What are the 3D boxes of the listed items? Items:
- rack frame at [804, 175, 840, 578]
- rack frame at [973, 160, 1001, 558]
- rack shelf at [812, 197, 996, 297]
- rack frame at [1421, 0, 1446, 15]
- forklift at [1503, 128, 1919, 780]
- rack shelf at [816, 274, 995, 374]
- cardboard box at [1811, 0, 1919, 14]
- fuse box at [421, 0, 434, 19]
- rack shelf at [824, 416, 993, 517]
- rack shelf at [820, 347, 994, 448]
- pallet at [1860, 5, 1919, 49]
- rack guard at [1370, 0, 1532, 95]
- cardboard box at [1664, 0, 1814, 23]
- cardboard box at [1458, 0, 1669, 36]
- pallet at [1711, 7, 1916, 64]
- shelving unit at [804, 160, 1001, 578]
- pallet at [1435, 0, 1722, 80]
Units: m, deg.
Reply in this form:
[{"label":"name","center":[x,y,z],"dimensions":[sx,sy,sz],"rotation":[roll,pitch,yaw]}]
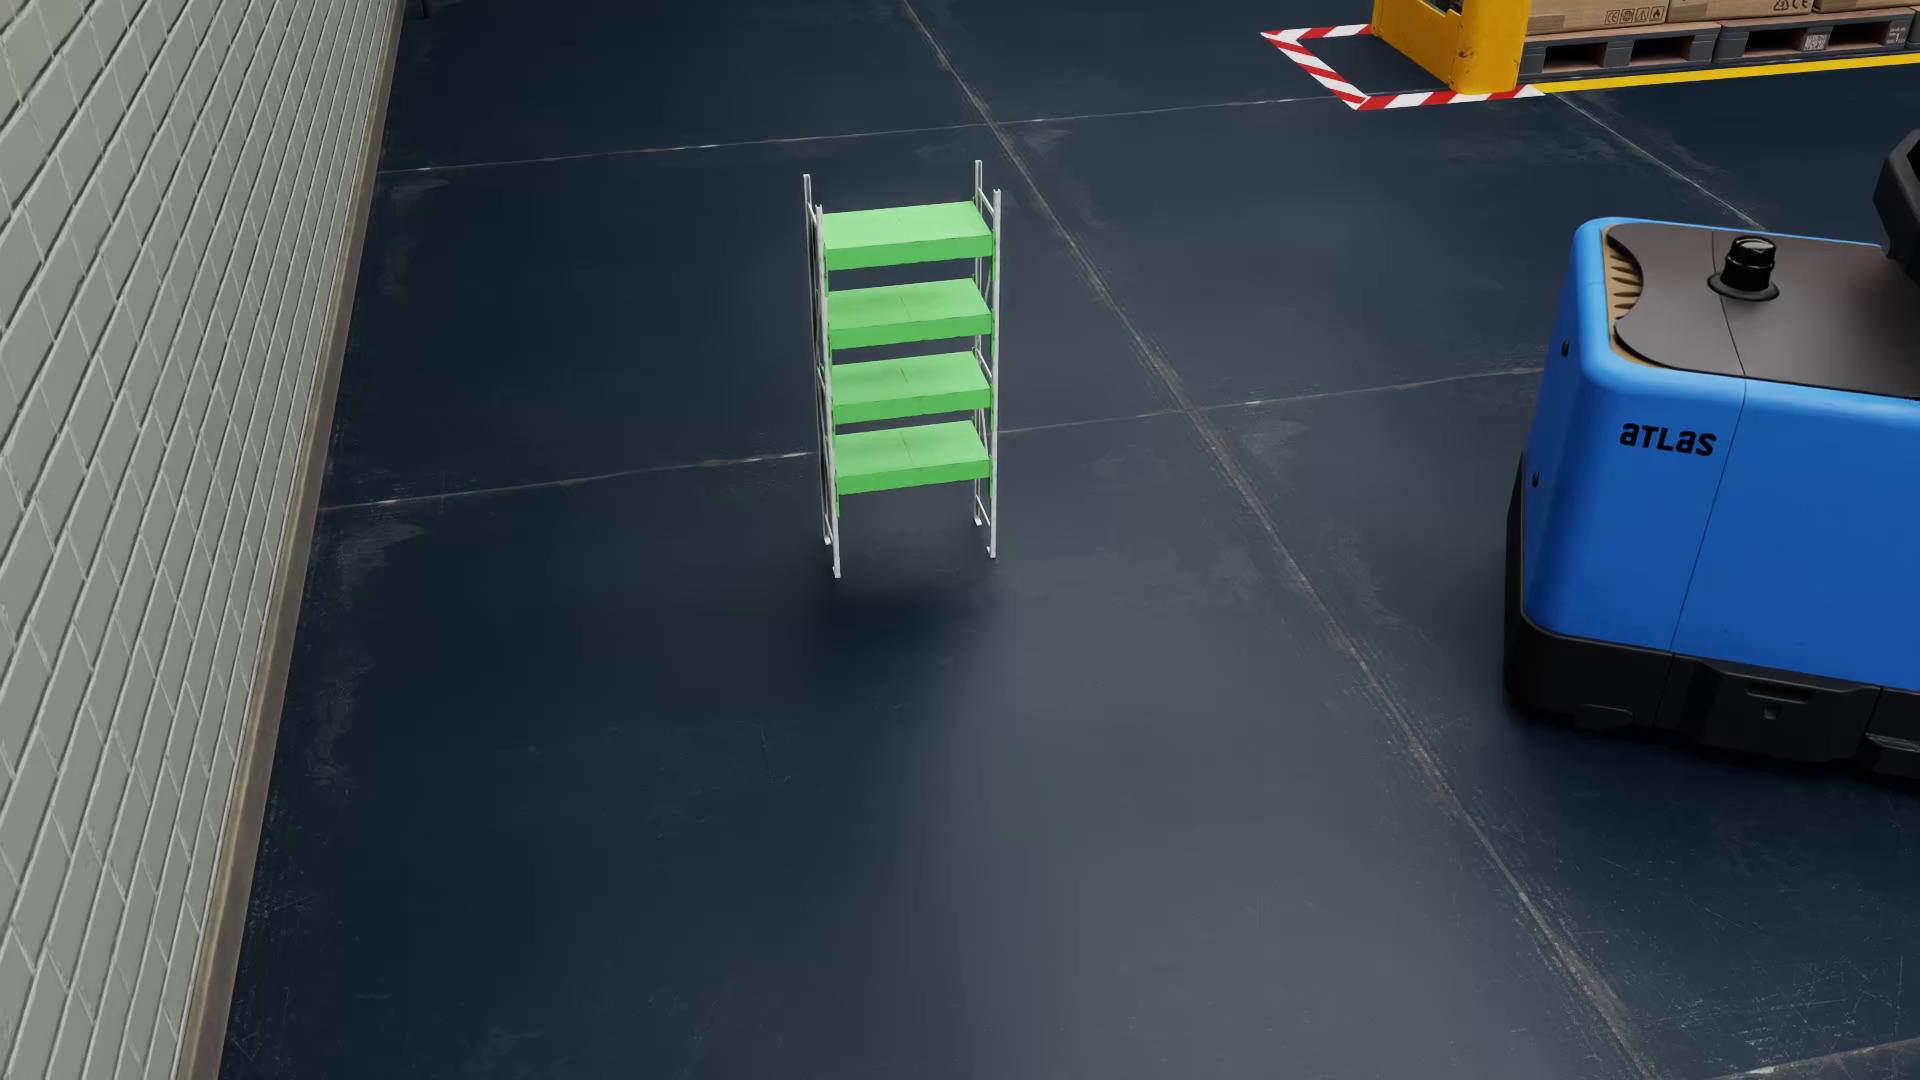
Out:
[{"label":"rack frame","center":[-0.399,-0.448,4.841],"dimensions":[0.015,1.200,0.240],"rotation":[-7,35,-11]},{"label":"rack frame","center":[0.077,-0.508,4.930],"dimensions":[0.015,1.200,0.240],"rotation":[-7,35,-11]},{"label":"rack shelf","center":[-0.161,-0.823,4.653],"dimensions":[0.480,0.148,0.258],"rotation":[-7,35,-11]},{"label":"rack frame","center":[2.684,-3.916,8.394],"dimensions":[0.127,3.000,1.000],"rotation":[-7,35,-11]},{"label":"forklift","center":[3.060,-0.769,3.766],"dimensions":[3.031,2.935,1.130],"rotation":[9,35,13]},{"label":"rack shelf","center":[-0.161,-0.624,4.787],"dimensions":[0.480,0.148,0.258],"rotation":[-7,35,-11]},{"label":"cardboard box","center":[5.077,-3.389,9.531],"dimensions":[0.875,0.438,0.875],"rotation":[-8,35,-12]},{"label":"fuse box","center":[-3.132,-3.835,9.429],"dimensions":[0.414,1.711,0.539],"rotation":[-7,35,-11]},{"label":"rack shelf","center":[-0.161,-0.226,5.055],"dimensions":[0.480,0.148,0.258],"rotation":[-7,35,-11]},{"label":"rack shelf","center":[-0.161,-0.425,4.921],"dimensions":[0.480,0.148,0.258],"rotation":[-7,35,-11]},{"label":"pallet","center":[5.827,-3.199,9.828],"dimensions":[1.213,0.211,1.003],"rotation":[-7,35,-11]},{"label":"rack guard","center":[2.661,-2.875,9.086],"dimensions":[0.348,0.500,1.175],"rotation":[-7,35,-11]},{"label":"cardboard box","center":[4.197,-3.279,9.367],"dimensions":[0.875,0.438,0.875],"rotation":[-6,34,-9]},{"label":"cardboard box","center":[3.306,-3.162,9.193],"dimensions":[0.875,0.438,0.875],"rotation":[-8,35,-12]},{"label":"pallet","center":[4.634,-3.047,9.601],"dimensions":[1.213,0.211,1.003],"rotation":[-7,35,-11]},{"label":"shelving unit","center":[-0.161,-0.478,4.885],"dimensions":[0.503,1.200,0.258],"rotation":[-7,35,-11]},{"label":"pallet","center":[3.447,-2.899,9.381],"dimensions":[1.213,0.211,1.003],"rotation":[-7,35,-11]}]
